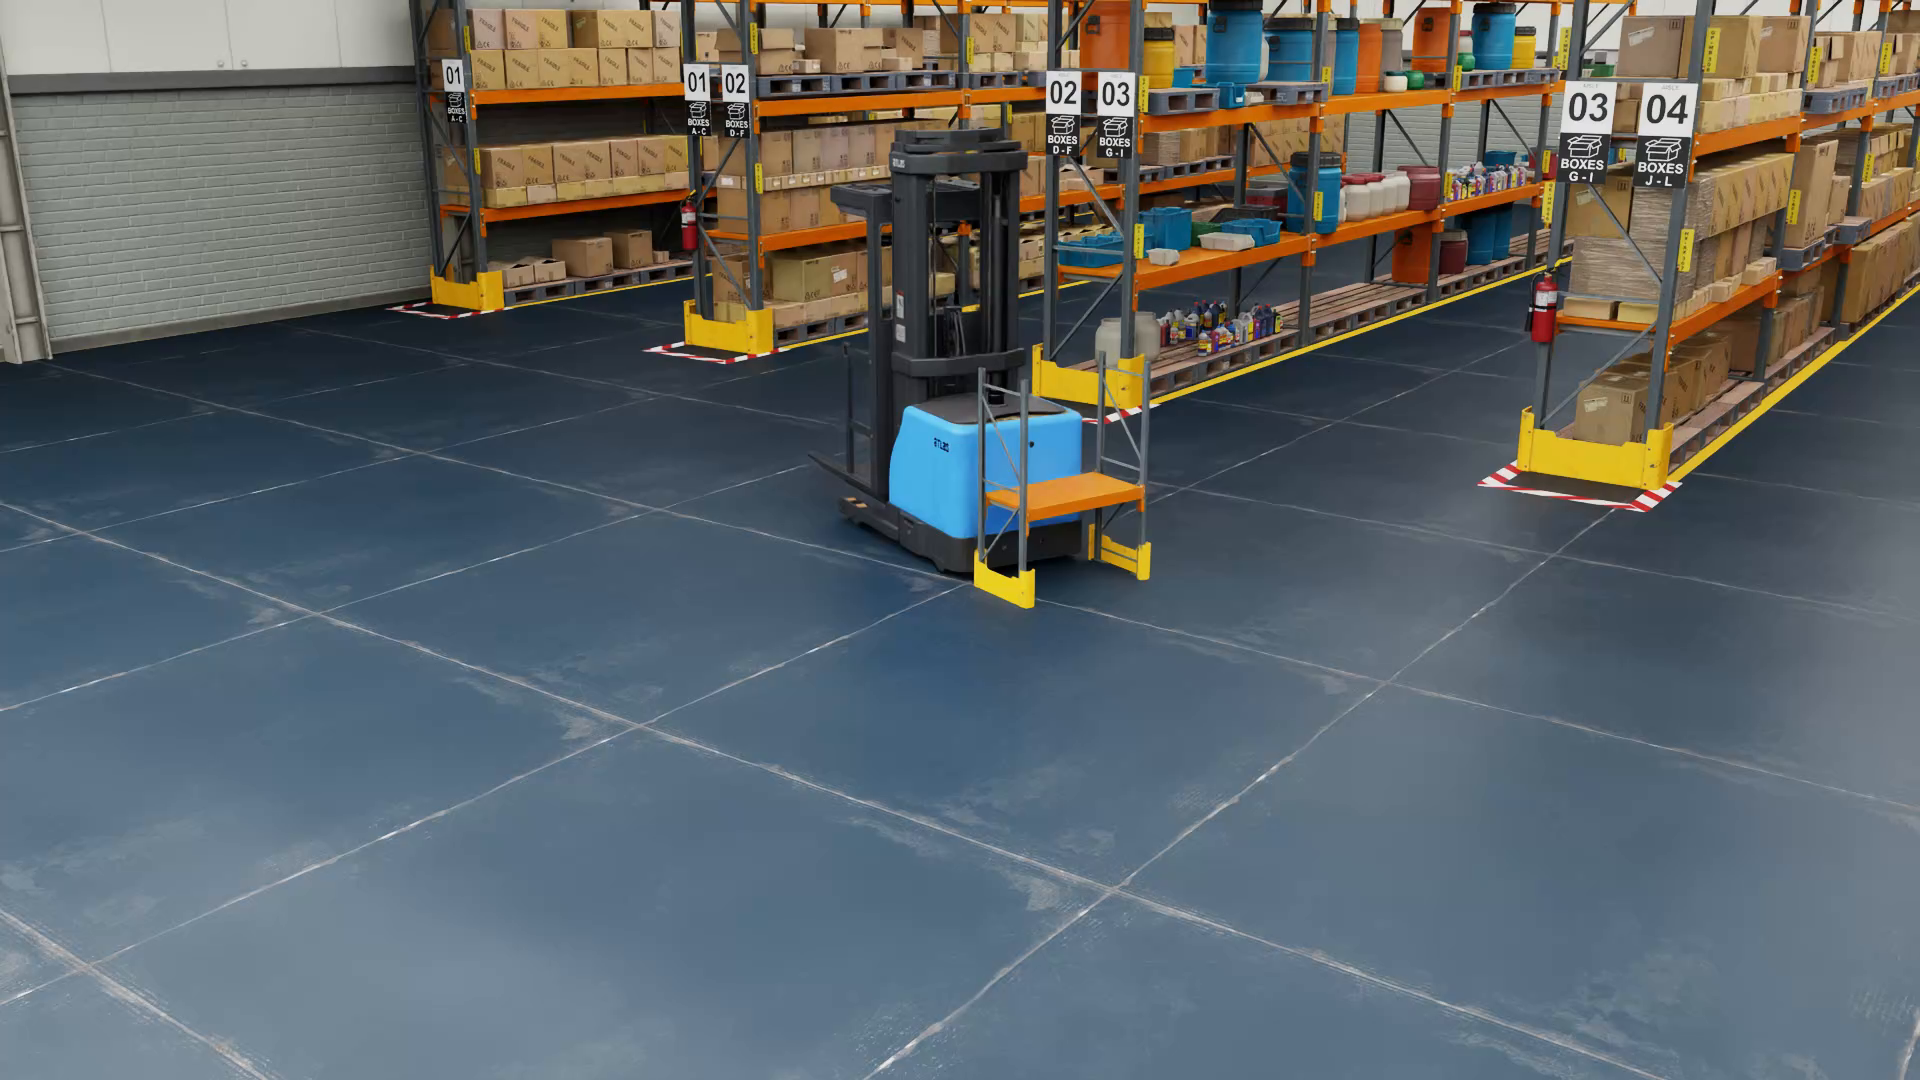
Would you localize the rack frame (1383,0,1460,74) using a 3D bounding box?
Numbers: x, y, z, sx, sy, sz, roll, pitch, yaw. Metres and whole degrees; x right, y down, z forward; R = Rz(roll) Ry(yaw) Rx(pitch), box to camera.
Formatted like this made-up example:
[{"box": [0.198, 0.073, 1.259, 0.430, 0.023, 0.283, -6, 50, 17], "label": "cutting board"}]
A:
[{"box": [6.042, -7.602, 21.549, 1.000, 3.000, 0.127, 12, 21, 35], "label": "rack frame"}]

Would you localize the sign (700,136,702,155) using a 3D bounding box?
[{"box": [-3.857, -5.854, 24.577, 0.100, 0.325, 0.005, 12, 21, 35], "label": "sign"}]

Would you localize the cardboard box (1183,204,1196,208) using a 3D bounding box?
[{"box": [3.657, -5.381, 27.986, 0.500, 0.500, 0.500, 13, 21, 35], "label": "cardboard box"}]

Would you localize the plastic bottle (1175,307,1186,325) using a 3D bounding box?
[{"box": [2.479, -2.464, 18.845, 0.144, 0.351, 0.185, 12, 21, 34], "label": "plastic bottle"}]

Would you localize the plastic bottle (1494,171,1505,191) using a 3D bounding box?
[{"box": [7.852, -5.240, 24.269, 0.152, 0.276, 0.135, 12, 21, 35], "label": "plastic bottle"}]

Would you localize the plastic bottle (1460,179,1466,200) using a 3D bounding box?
[{"box": [6.952, -4.861, 23.036, 0.061, 0.283, 0.133, 12, 21, 35], "label": "plastic bottle"}]

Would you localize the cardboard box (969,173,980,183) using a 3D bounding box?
[{"box": [0.468, -5.013, 23.162, 0.500, 0.500, 0.500, 14, 22, 39], "label": "cardboard box"}]

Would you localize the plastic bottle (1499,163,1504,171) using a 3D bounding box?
[{"box": [8.025, -5.415, 24.705, 0.144, 0.351, 0.185, 12, 21, 35], "label": "plastic bottle"}]

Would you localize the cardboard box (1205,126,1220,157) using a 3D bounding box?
[{"box": [3.988, -6.741, 28.015, 0.700, 0.500, 0.500, 5, 18, 16], "label": "cardboard box"}]

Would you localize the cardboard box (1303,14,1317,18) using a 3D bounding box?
[{"box": [5.962, -9.109, 29.605, 0.700, 0.500, 0.500, 12, 21, 35], "label": "cardboard box"}]

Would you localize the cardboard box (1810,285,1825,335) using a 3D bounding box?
[{"box": [9.637, -2.715, 19.401, 0.700, 0.500, 0.500, 11, 20, 32], "label": "cardboard box"}]

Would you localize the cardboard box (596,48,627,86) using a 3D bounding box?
[{"box": [-5.011, -6.604, 23.191, 0.500, 0.500, 0.500, 11, 21, 33], "label": "cardboard box"}]

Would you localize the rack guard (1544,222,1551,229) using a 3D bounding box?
[{"box": [10.813, -5.456, 28.971, 1.175, 0.500, 0.348, 12, 21, 35], "label": "rack guard"}]

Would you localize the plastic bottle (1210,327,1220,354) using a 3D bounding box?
[{"box": [2.756, -2.172, 18.017, 0.061, 0.283, 0.133, 13, 21, 36], "label": "plastic bottle"}]

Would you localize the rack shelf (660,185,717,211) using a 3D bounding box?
[{"box": [-3.106, -5.667, 26.649, 1.077, 0.370, 4.000, 12, 21, 35], "label": "rack shelf"}]

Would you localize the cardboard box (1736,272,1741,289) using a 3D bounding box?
[{"box": [6.960, -2.397, 15.327, 0.380, 0.149, 0.250, 12, 21, 35], "label": "cardboard box"}]

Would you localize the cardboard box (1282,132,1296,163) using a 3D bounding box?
[{"box": [5.575, -6.928, 29.326, 0.500, 0.500, 0.500, 12, 21, 34], "label": "cardboard box"}]

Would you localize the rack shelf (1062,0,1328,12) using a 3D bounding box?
[{"box": [2.467, -5.638, 17.114, 1.077, 0.370, 4.000, 12, 21, 35], "label": "rack shelf"}]

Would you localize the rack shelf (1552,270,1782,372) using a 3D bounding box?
[{"box": [6.445, -2.089, 15.126, 1.077, 0.370, 4.000, 12, 21, 35], "label": "rack shelf"}]

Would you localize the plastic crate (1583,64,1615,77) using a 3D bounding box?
[{"box": [10.451, -7.688, 27.243, 0.450, 0.188, 0.336, 12, 21, 35], "label": "plastic crate"}]

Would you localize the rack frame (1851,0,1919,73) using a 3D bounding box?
[{"box": [12.403, -7.679, 21.799, 1.000, 3.000, 0.127, 12, 21, 35], "label": "rack frame"}]

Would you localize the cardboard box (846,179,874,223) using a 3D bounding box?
[{"box": [-1.492, -4.233, 20.650, 0.700, 0.500, 0.500, 13, 22, 36], "label": "cardboard box"}]

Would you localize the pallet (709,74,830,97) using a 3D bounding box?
[{"box": [-2.258, -5.262, 19.221, 1.003, 0.211, 1.213, 12, 21, 35], "label": "pallet"}]

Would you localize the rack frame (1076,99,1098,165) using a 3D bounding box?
[{"box": [2.853, -8.393, 34.212, 1.000, 3.000, 0.127, 12, 21, 35], "label": "rack frame"}]

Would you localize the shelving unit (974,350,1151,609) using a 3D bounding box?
[{"box": [0.697, -0.431, 11.103, 1.083, 1.500, 0.587, -12, 21, -33], "label": "shelving unit"}]

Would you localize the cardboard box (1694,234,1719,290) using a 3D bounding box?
[{"box": [6.137, -2.524, 14.643, 0.875, 0.500, 0.500, 12, 21, 35], "label": "cardboard box"}]

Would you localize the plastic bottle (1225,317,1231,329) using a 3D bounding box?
[{"box": [3.014, -2.351, 18.594, 0.061, 0.283, 0.133, 12, 21, 35], "label": "plastic bottle"}]

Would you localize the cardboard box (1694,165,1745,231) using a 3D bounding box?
[{"box": [6.400, -2.943, 14.308, 0.500, 0.500, 0.500, 12, 21, 35], "label": "cardboard box"}]

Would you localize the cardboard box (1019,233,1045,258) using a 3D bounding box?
[{"box": [1.044, -4.236, 23.810, 0.500, 0.311, 0.500, 13, 22, 36], "label": "cardboard box"}]

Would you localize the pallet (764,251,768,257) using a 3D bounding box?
[{"box": [-3.108, -4.680, 26.960, 1.003, 0.211, 1.213, 12, 21, 35], "label": "pallet"}]

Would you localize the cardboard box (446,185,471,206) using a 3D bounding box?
[{"box": [-6.558, -4.665, 22.429, 0.500, 0.250, 0.500, 13, 21, 35], "label": "cardboard box"}]

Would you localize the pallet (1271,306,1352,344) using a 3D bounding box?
[{"box": [4.096, -2.646, 20.409, 1.003, 0.211, 1.213, 12, 21, 35], "label": "pallet"}]

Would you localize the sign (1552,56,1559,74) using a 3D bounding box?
[{"box": [8.866, -7.029, 24.746, 0.100, 0.325, 0.005, 12, 21, 35], "label": "sign"}]

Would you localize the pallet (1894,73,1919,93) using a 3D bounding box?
[{"box": [11.897, -5.928, 21.541, 0.805, 0.209, 1.217, 11, 21, 33], "label": "pallet"}]

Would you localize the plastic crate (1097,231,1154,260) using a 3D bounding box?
[{"box": [1.725, -3.086, 17.374, 0.499, 0.251, 0.408, 12, 21, 35], "label": "plastic crate"}]

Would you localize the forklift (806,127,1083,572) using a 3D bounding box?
[{"box": [-0.275, -1.570, 12.357, 1.130, 2.935, 3.031, -9, 19, -27], "label": "forklift"}]

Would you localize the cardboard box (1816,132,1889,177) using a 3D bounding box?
[{"box": [11.254, -4.875, 21.025, 0.797, 0.503, 0.637, 13, 22, 36], "label": "cardboard box"}]

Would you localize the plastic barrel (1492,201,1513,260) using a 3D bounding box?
[{"box": [8.088, -4.761, 25.348, 0.600, 0.901, 0.708, 12, 21, 35], "label": "plastic barrel"}]

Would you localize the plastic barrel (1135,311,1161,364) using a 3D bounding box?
[{"box": [1.905, -2.133, 17.543, 0.421, 0.512, 0.421, 0, 17, 0], "label": "plastic barrel"}]

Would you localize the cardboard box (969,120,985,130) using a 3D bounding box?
[{"box": [0.101, -7.362, 30.188, 0.500, 0.500, 0.500, 13, 21, 35], "label": "cardboard box"}]

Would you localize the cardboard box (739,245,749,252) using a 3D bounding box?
[{"box": [-3.605, -4.861, 26.313, 0.700, 0.500, 0.500, 12, 21, 34], "label": "cardboard box"}]

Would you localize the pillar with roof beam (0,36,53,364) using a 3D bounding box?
[{"box": [-7.076, -5.577, 15.029, 9.100, 9.000, 0.400, 12, 21, 35], "label": "pillar with roof beam"}]

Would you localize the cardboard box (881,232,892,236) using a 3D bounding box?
[{"box": [-0.845, -3.851, 22.249, 0.500, 0.500, 0.500, 12, 21, 35], "label": "cardboard box"}]

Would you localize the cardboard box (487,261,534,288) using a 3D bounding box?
[{"box": [-6.196, -3.657, 22.754, 0.500, 0.311, 0.500, 10, 20, 29], "label": "cardboard box"}]

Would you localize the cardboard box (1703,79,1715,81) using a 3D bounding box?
[{"box": [5.887, -3.659, 13.490, 0.380, 0.149, 0.250, 12, 21, 34], "label": "cardboard box"}]

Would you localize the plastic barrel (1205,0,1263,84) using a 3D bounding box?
[{"box": [2.980, -5.438, 18.087, 0.600, 0.901, 0.708, 12, 21, 35], "label": "plastic barrel"}]

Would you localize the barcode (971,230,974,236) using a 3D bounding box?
[{"box": [0.170, -4.122, 22.315, 0.001, 0.075, 0.075, 12, 21, 35], "label": "barcode"}]

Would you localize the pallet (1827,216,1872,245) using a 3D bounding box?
[{"box": [9.681, -3.581, 19.042, 1.213, 0.211, 1.003, 12, 21, 35], "label": "pallet"}]

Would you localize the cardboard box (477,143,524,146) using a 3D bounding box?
[{"box": [-6.263, -5.146, 22.712, 0.500, 0.500, 0.500, 13, 21, 35], "label": "cardboard box"}]

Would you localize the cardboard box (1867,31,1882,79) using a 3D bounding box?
[{"box": [9.937, -5.423, 18.579, 0.500, 0.500, 0.500, 13, 22, 36], "label": "cardboard box"}]

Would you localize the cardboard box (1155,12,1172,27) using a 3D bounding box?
[{"box": [2.939, -7.916, 25.766, 0.500, 0.500, 0.500, 12, 21, 35], "label": "cardboard box"}]

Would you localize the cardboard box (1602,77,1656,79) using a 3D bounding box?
[{"box": [5.623, -3.818, 14.005, 0.380, 0.149, 0.250, 13, 21, 35], "label": "cardboard box"}]

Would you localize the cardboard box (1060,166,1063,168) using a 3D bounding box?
[{"box": [2.129, -7.469, 33.651, 0.380, 0.149, 0.250, 12, 21, 35], "label": "cardboard box"}]

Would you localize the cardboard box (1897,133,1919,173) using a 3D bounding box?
[{"box": [12.894, -5.312, 22.777, 0.500, 0.500, 0.500, 12, 21, 35], "label": "cardboard box"}]

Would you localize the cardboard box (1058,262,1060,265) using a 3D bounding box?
[{"box": [1.343, -4.089, 24.282, 0.500, 0.250, 0.500, 13, 21, 36], "label": "cardboard box"}]

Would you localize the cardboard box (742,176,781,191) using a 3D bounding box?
[{"box": [-2.293, -4.120, 19.192, 0.380, 0.149, 0.250, 12, 21, 34], "label": "cardboard box"}]
